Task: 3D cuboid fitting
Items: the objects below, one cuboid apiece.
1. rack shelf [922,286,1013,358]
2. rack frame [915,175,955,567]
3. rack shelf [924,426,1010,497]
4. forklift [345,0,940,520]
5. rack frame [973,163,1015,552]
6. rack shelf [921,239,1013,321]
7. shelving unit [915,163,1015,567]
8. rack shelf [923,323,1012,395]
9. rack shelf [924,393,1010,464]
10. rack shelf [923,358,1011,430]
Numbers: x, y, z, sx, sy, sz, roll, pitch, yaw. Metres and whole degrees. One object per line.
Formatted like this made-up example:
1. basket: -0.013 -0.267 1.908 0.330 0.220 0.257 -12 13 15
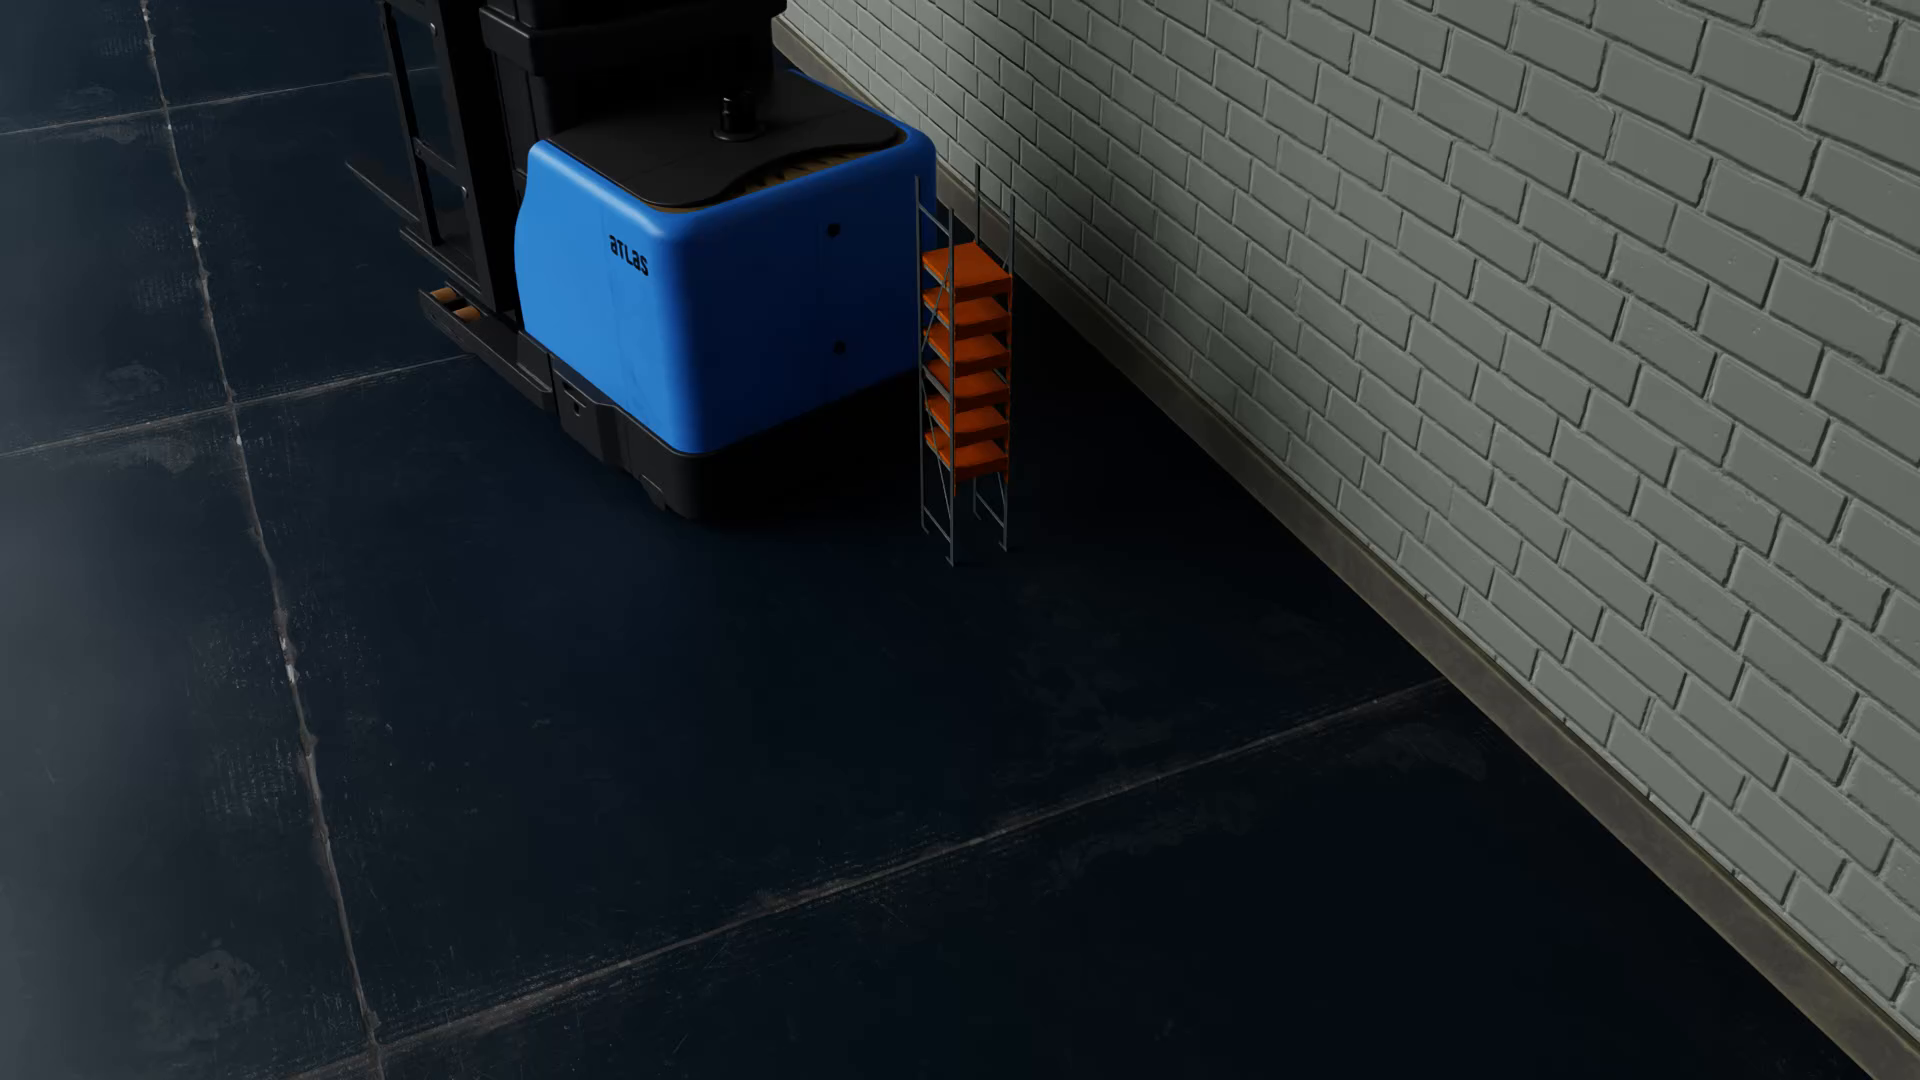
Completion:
1. rack shelf: 0.013 -0.643 4.781 0.180 0.103 0.258 -16 39 -20
2. rack frame: -0.070 -0.462 4.866 0.006 1.200 0.240 -16 39 -20
3. rack shelf: 0.013 -0.257 5.067 0.180 0.103 0.258 -16 39 -20
4. forklift: -1.386 -2.048 5.551 1.130 2.935 3.031 -26 44 -31
5. rack frame: 0.096 -0.509 4.929 0.006 1.200 0.240 -16 39 -20
6. rack shelf: 0.013 -0.739 4.710 0.180 0.103 0.258 -16 39 -20
7. shelving unit: 0.013 -0.486 4.897 0.189 1.200 0.258 -16 39 -20
8. rack shelf: 0.013 -0.546 4.852 0.180 0.103 0.258 -16 39 -20
9. rack shelf: 0.013 -0.354 4.995 0.180 0.103 0.258 -16 39 -20
10. rack shelf: 0.013 -0.450 4.924 0.180 0.103 0.258 -16 39 -20
